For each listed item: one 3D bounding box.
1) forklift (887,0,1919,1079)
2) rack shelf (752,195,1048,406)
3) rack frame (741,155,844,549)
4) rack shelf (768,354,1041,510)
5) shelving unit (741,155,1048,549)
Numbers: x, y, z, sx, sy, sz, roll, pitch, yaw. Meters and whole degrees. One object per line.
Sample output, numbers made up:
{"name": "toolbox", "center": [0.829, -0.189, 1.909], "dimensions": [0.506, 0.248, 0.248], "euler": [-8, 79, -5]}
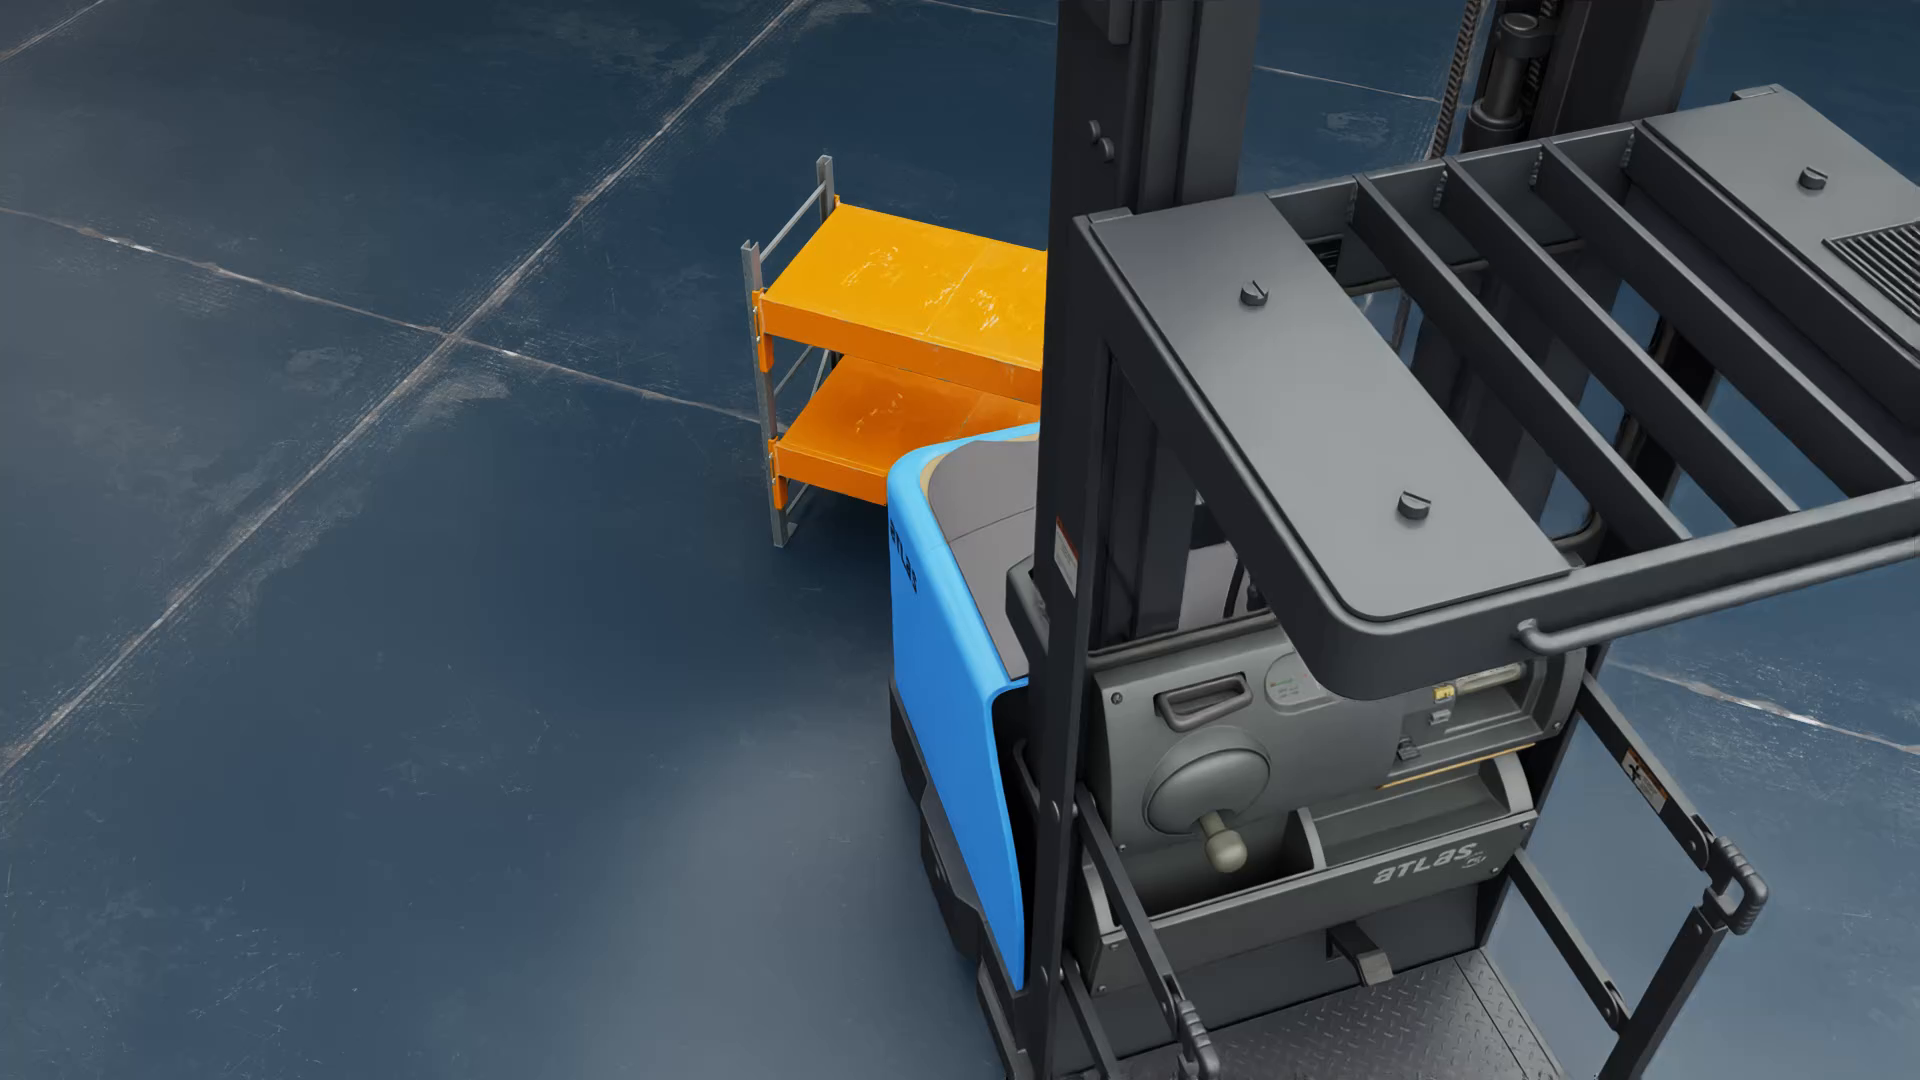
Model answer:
{"name": "forklift", "center": [0.754, 0.398, 2.772], "dimensions": [1.130, 2.935, 3.031], "euler": [-13, 46, -13]}
{"name": "rack shelf", "center": [-0.006, -0.608, 4.649], "dimensions": [1.000, 0.278, 0.538], "euler": [16, 47, 16]}
{"name": "rack frame", "center": [-0.475, -0.539, 4.994], "dimensions": [0.032, 1.125, 0.500], "euler": [16, 47, 16]}
{"name": "rack shelf", "center": [-0.006, -0.227, 5.028], "dimensions": [1.000, 0.278, 0.538], "euler": [16, 47, 16]}
{"name": "shelving unit", "center": [-0.006, -0.401, 4.855], "dimensions": [1.048, 1.125, 0.538], "euler": [16, 47, 16]}
